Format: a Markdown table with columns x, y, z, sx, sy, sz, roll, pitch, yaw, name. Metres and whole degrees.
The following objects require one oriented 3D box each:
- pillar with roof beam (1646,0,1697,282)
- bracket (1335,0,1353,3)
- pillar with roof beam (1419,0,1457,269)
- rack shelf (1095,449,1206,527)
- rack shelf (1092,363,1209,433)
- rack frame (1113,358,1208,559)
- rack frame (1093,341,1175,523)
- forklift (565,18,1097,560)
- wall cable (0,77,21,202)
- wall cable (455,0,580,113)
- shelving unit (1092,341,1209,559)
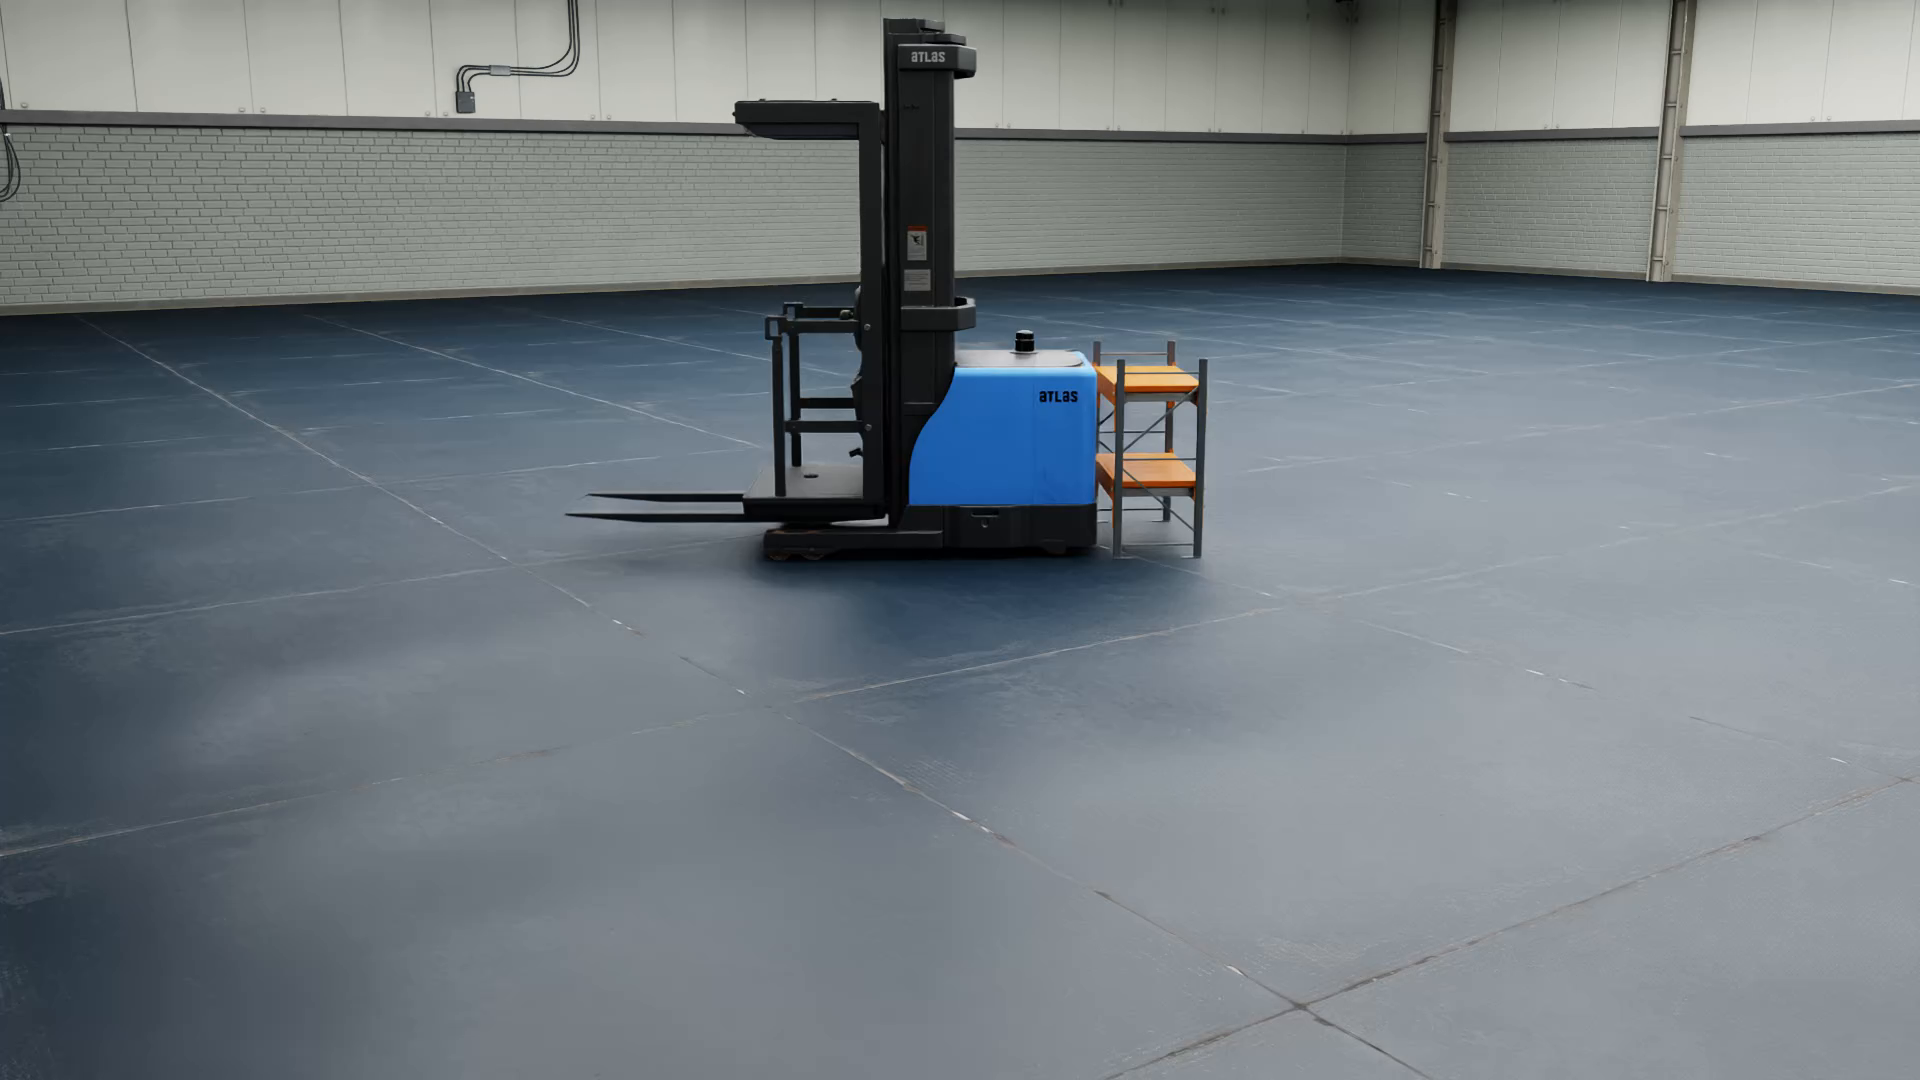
| x | y | z | sx | sy | sz | roll | pitch | yaw | name |
| --- | --- | --- | --- | --- | --- | --- | --- | --- | --- |
| 10.793 | -9.211 | 30.918 | 9.100 | 9.000 | 0.400 | -8 | 15 | -33 | pillar with roof beam |
| 9.214 | -12.999 | 39.816 | 0.235 | 0.232 | 0.430 | -8 | 15 | -33 | bracket |
| 7.469 | -10.278 | 35.798 | 9.100 | 9.000 | 0.548 | -8 | 15 | -33 | pillar with roof beam |
| 1.089 | -0.317 | 9.821 | 0.538 | 0.278 | 1.000 | -1 | 12 | -3 | rack shelf |
| 1.089 | -0.841 | 9.706 | 0.538 | 0.278 | 1.000 | -1 | 12 | -3 | rack shelf |
| 1.114 | -0.447 | 9.273 | 0.500 | 1.125 | 0.032 | -1 | 12 | -3 | rack frame |
| 1.064 | -0.664 | 10.265 | 0.500 | 1.125 | 0.032 | -1 | 12 | -3 | rack frame |
| -0.741 | -1.433 | 9.553 | 3.031 | 2.935 | 1.130 | 0 | 12 | 0 | forklift |
| -15.702 | -6.223 | 24.522 | 3.097 | 2.526 | 0.112 | -8 | 15 | -33 | wall cable |
| -7.790 | -10.522 | 28.952 | 2.305 | 6.003 | 0.169 | -8 | 15 | -33 | wall cable |
| 1.089 | -0.555 | 9.769 | 0.538 | 1.125 | 1.048 | -1 | 12 | -3 | shelving unit |
